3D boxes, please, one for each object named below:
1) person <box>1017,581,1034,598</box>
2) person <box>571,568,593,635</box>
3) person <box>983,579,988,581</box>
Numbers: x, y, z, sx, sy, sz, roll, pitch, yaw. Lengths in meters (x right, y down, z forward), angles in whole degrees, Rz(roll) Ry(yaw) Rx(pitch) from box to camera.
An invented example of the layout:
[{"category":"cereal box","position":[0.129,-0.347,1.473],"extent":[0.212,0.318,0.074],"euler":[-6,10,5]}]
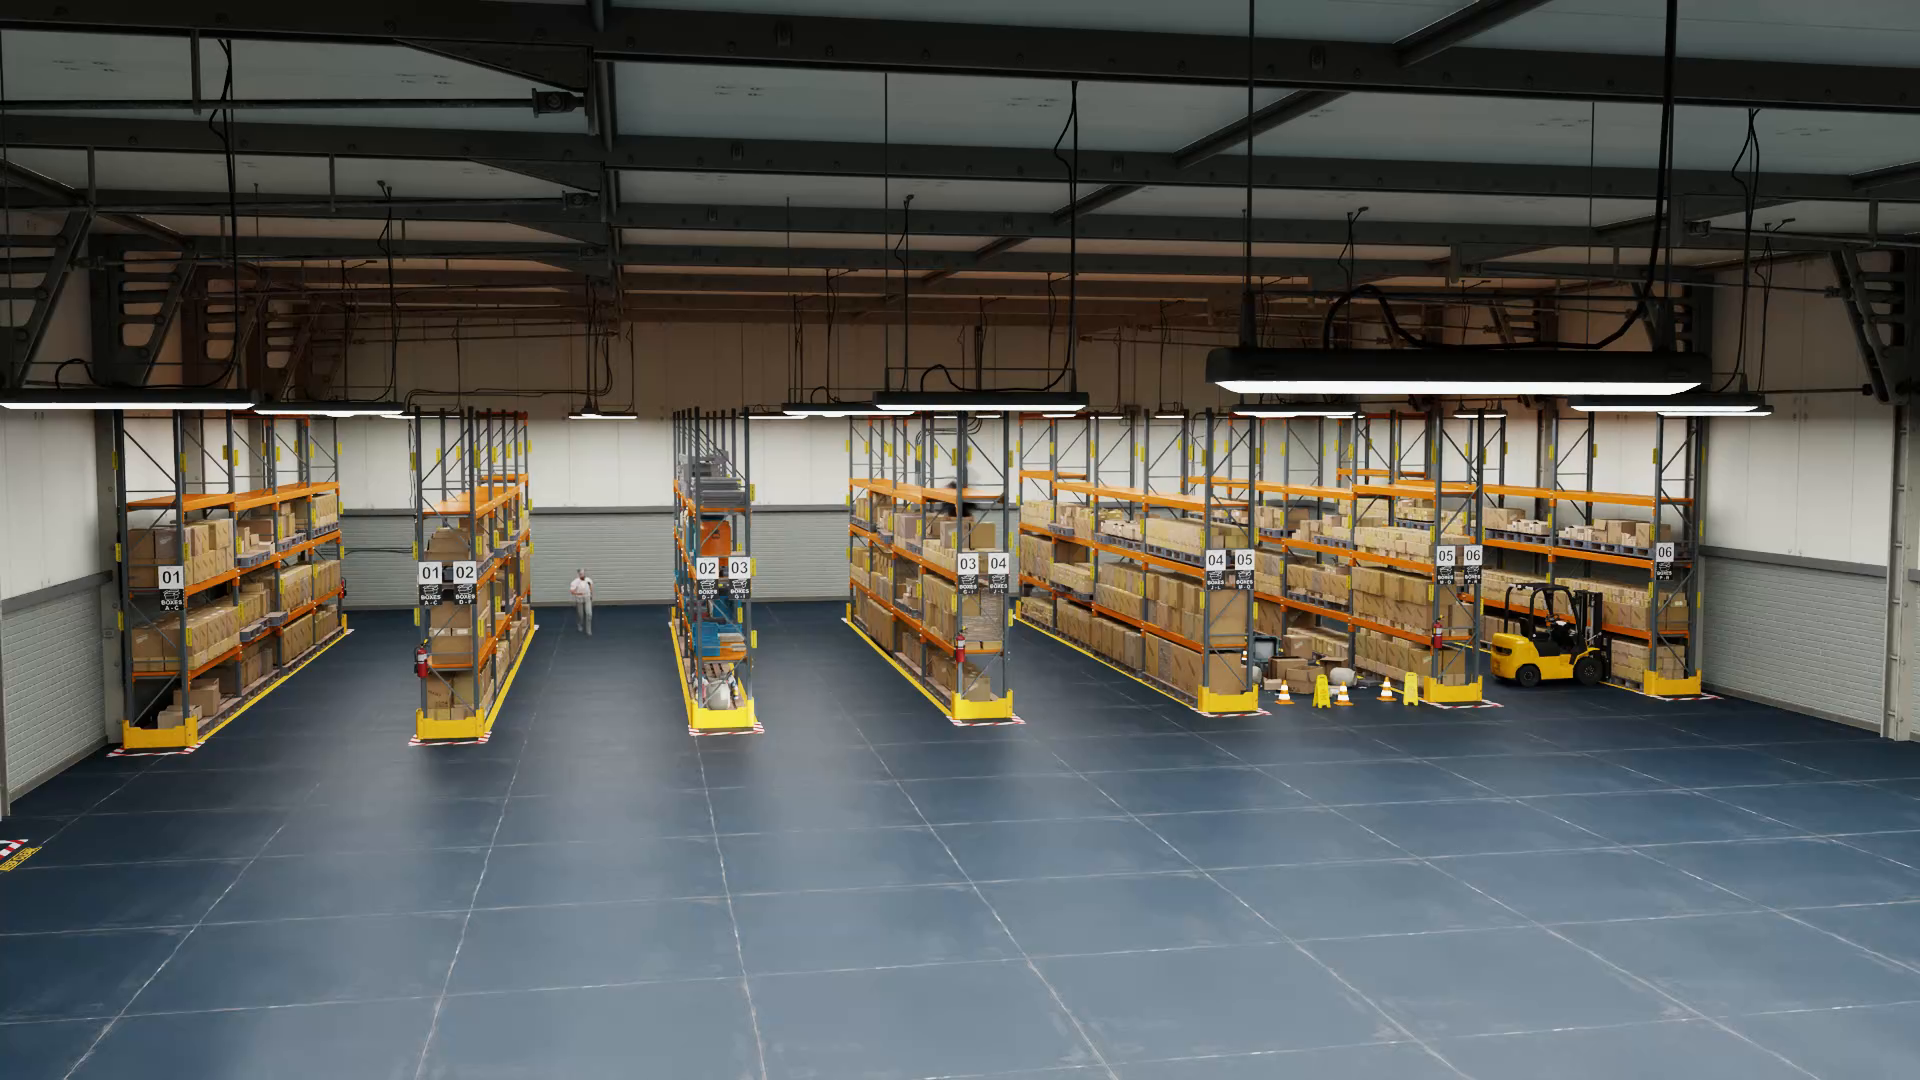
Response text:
[{"category":"person","position":[1.997,1.375,49.970],"extent":[0.537,1.612,0.698],"euler":[0,4,2]},{"category":"person","position":[-10.201,1.661,44.939],"extent":[0.631,1.818,0.891],"euler":[-2,4,-22]},{"category":"person","position":[0.572,1.508,47.616],"extent":[0.739,1.762,0.731],"euler":[1,4,9]}]
